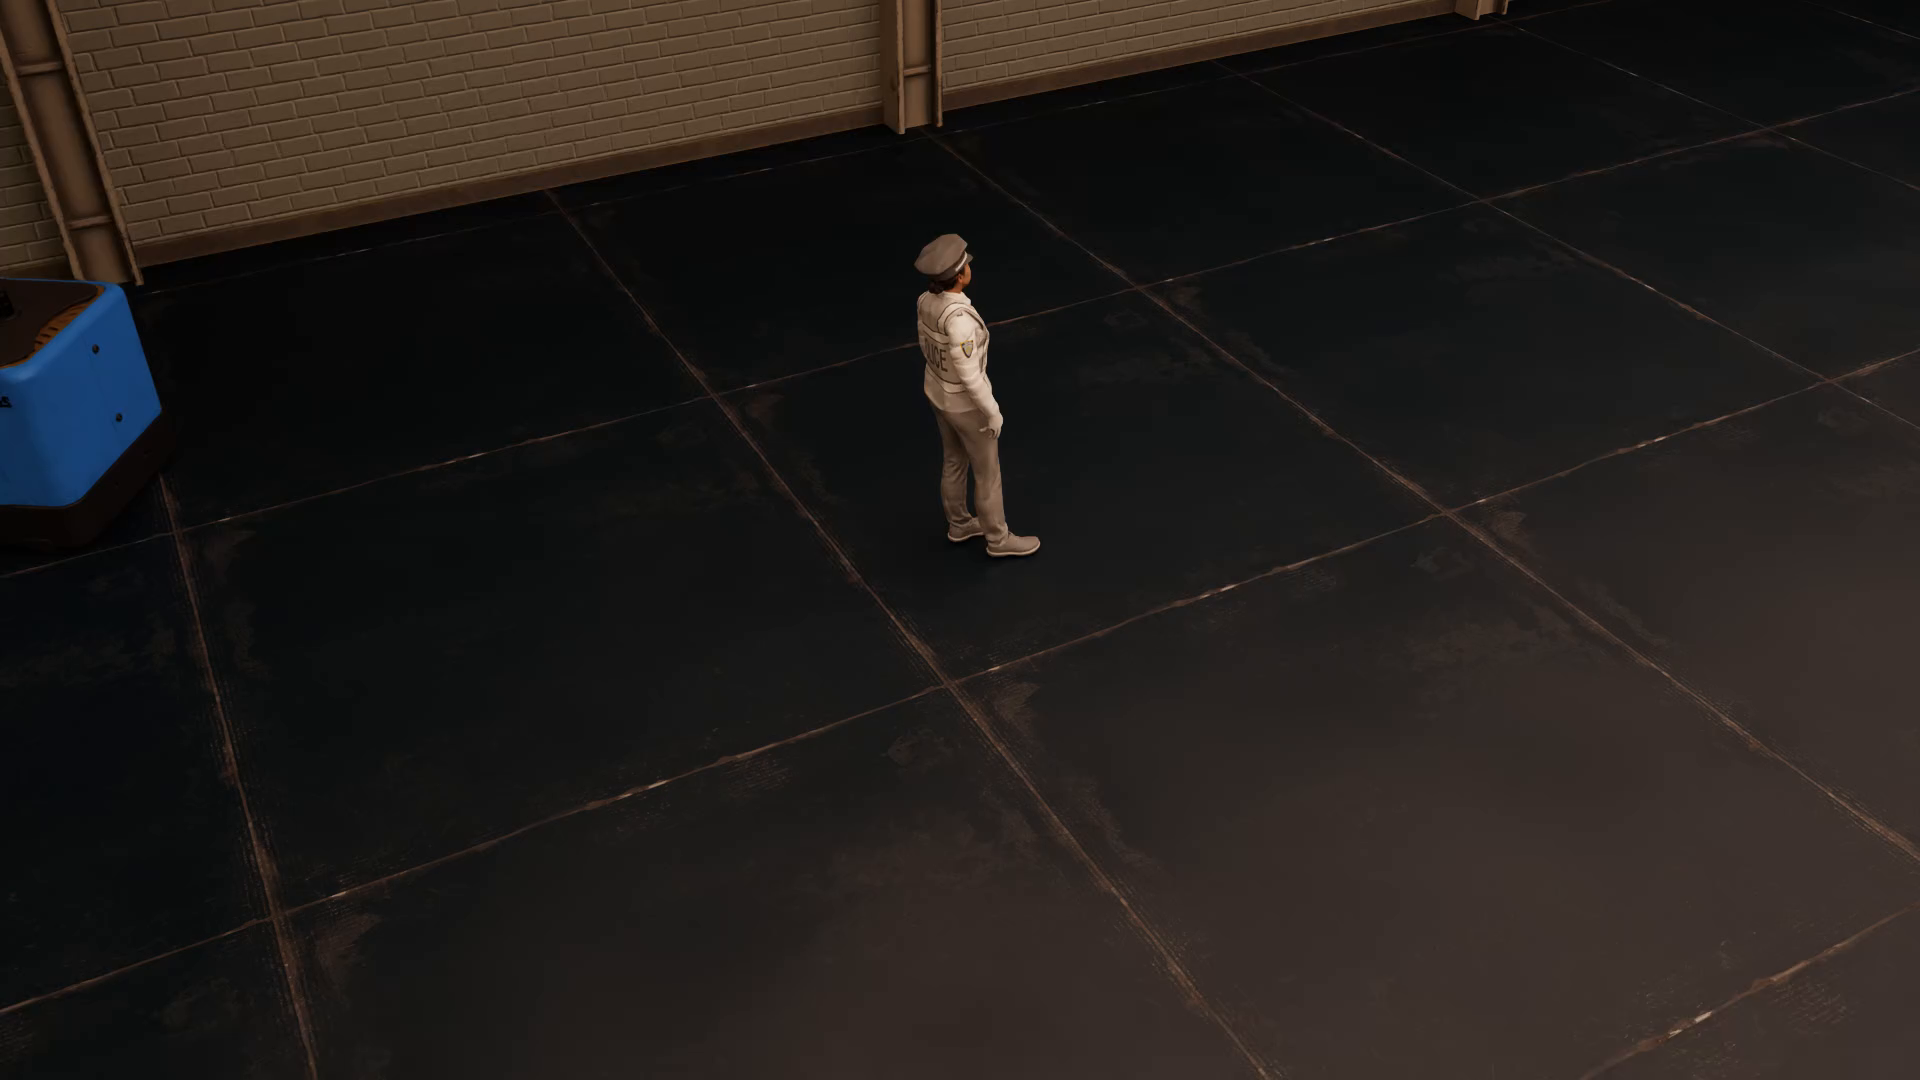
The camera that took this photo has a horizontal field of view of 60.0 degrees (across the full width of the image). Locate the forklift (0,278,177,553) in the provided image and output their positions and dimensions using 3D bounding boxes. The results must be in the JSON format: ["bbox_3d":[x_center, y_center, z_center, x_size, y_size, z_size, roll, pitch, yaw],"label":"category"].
[{"bbox_3d":[-5.909,-1.473,8.207,3.031,2.935,1.130,3,35,4],"label":"forklift"}]

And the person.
[{"bbox_3d":[0.064,-0.713,8.190,0.530,1.694,0.586,-17,39,-23],"label":"person"}]
